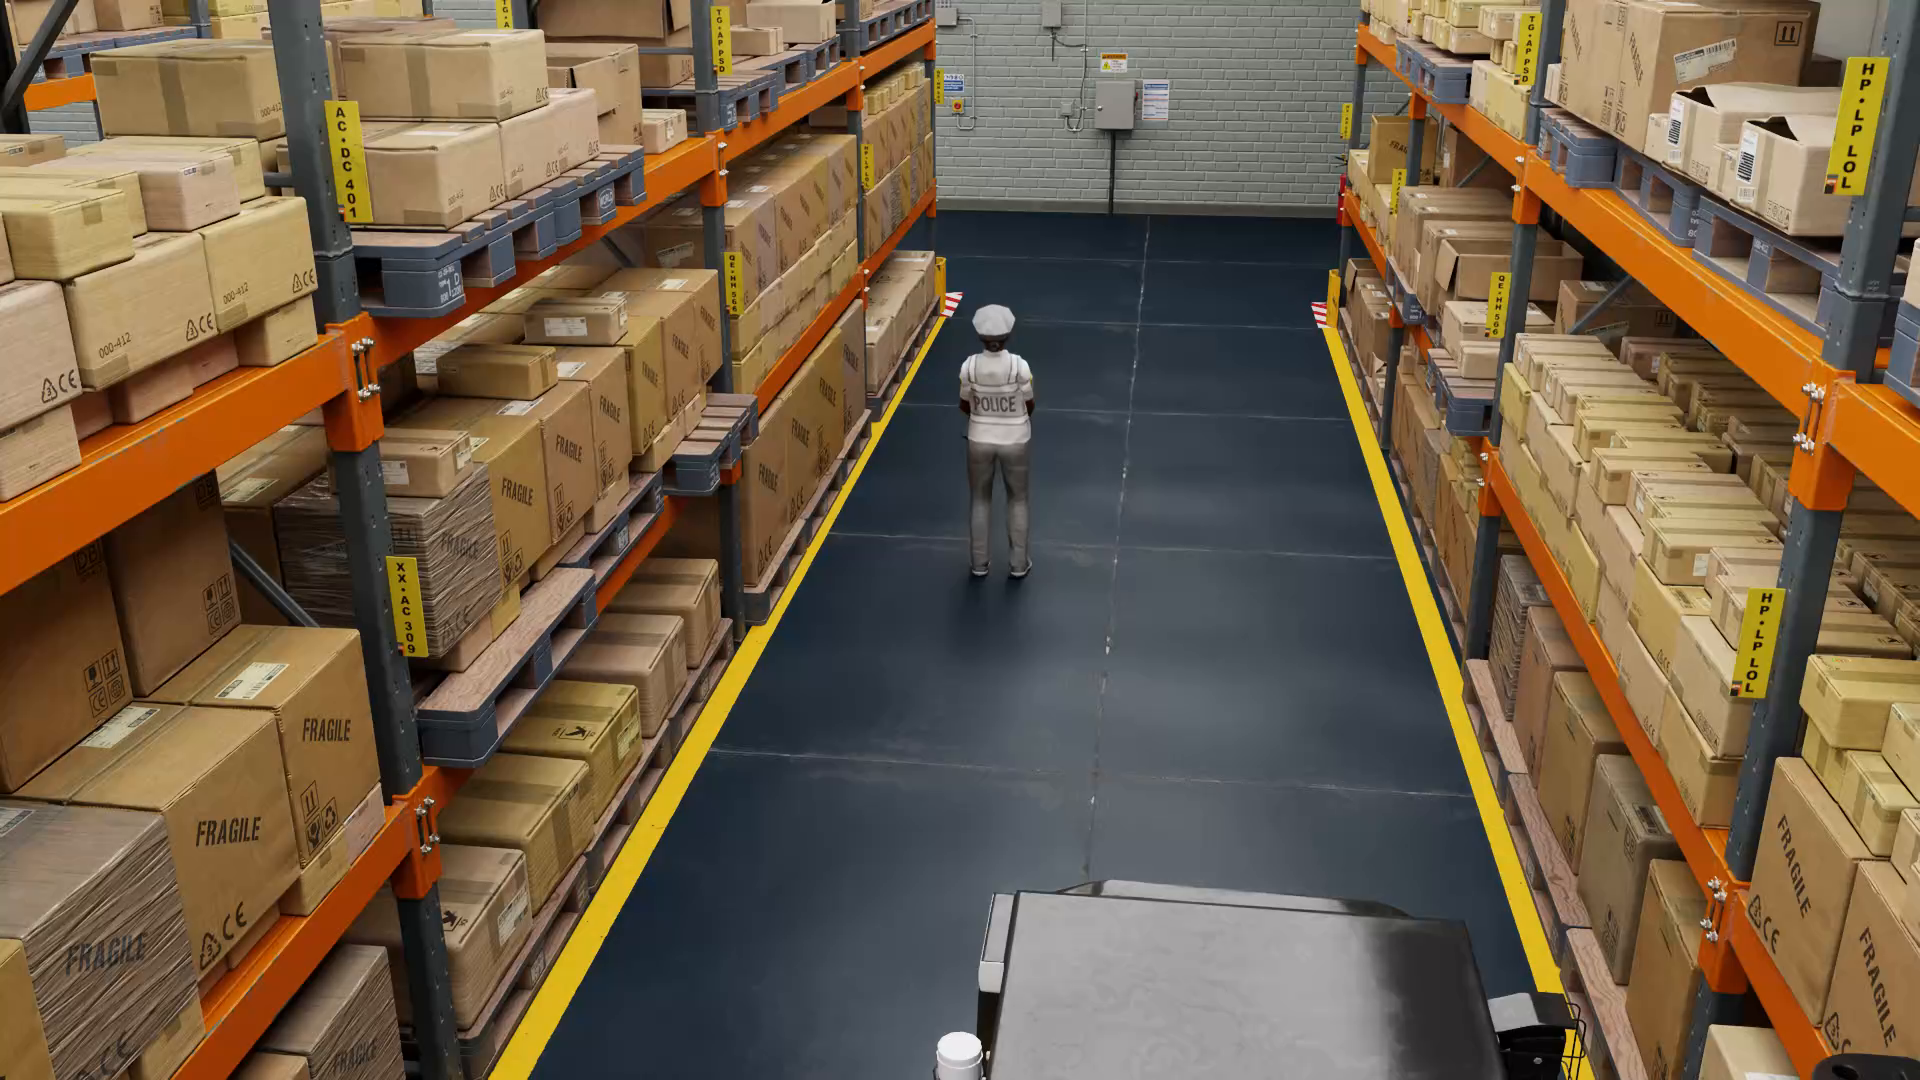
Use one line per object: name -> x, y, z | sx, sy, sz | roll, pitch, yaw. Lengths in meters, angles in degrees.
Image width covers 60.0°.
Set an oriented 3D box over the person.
person -> 0.227, -0.611, 10.104 | 0.456, 1.694, 0.528 | 2, 21, 6
